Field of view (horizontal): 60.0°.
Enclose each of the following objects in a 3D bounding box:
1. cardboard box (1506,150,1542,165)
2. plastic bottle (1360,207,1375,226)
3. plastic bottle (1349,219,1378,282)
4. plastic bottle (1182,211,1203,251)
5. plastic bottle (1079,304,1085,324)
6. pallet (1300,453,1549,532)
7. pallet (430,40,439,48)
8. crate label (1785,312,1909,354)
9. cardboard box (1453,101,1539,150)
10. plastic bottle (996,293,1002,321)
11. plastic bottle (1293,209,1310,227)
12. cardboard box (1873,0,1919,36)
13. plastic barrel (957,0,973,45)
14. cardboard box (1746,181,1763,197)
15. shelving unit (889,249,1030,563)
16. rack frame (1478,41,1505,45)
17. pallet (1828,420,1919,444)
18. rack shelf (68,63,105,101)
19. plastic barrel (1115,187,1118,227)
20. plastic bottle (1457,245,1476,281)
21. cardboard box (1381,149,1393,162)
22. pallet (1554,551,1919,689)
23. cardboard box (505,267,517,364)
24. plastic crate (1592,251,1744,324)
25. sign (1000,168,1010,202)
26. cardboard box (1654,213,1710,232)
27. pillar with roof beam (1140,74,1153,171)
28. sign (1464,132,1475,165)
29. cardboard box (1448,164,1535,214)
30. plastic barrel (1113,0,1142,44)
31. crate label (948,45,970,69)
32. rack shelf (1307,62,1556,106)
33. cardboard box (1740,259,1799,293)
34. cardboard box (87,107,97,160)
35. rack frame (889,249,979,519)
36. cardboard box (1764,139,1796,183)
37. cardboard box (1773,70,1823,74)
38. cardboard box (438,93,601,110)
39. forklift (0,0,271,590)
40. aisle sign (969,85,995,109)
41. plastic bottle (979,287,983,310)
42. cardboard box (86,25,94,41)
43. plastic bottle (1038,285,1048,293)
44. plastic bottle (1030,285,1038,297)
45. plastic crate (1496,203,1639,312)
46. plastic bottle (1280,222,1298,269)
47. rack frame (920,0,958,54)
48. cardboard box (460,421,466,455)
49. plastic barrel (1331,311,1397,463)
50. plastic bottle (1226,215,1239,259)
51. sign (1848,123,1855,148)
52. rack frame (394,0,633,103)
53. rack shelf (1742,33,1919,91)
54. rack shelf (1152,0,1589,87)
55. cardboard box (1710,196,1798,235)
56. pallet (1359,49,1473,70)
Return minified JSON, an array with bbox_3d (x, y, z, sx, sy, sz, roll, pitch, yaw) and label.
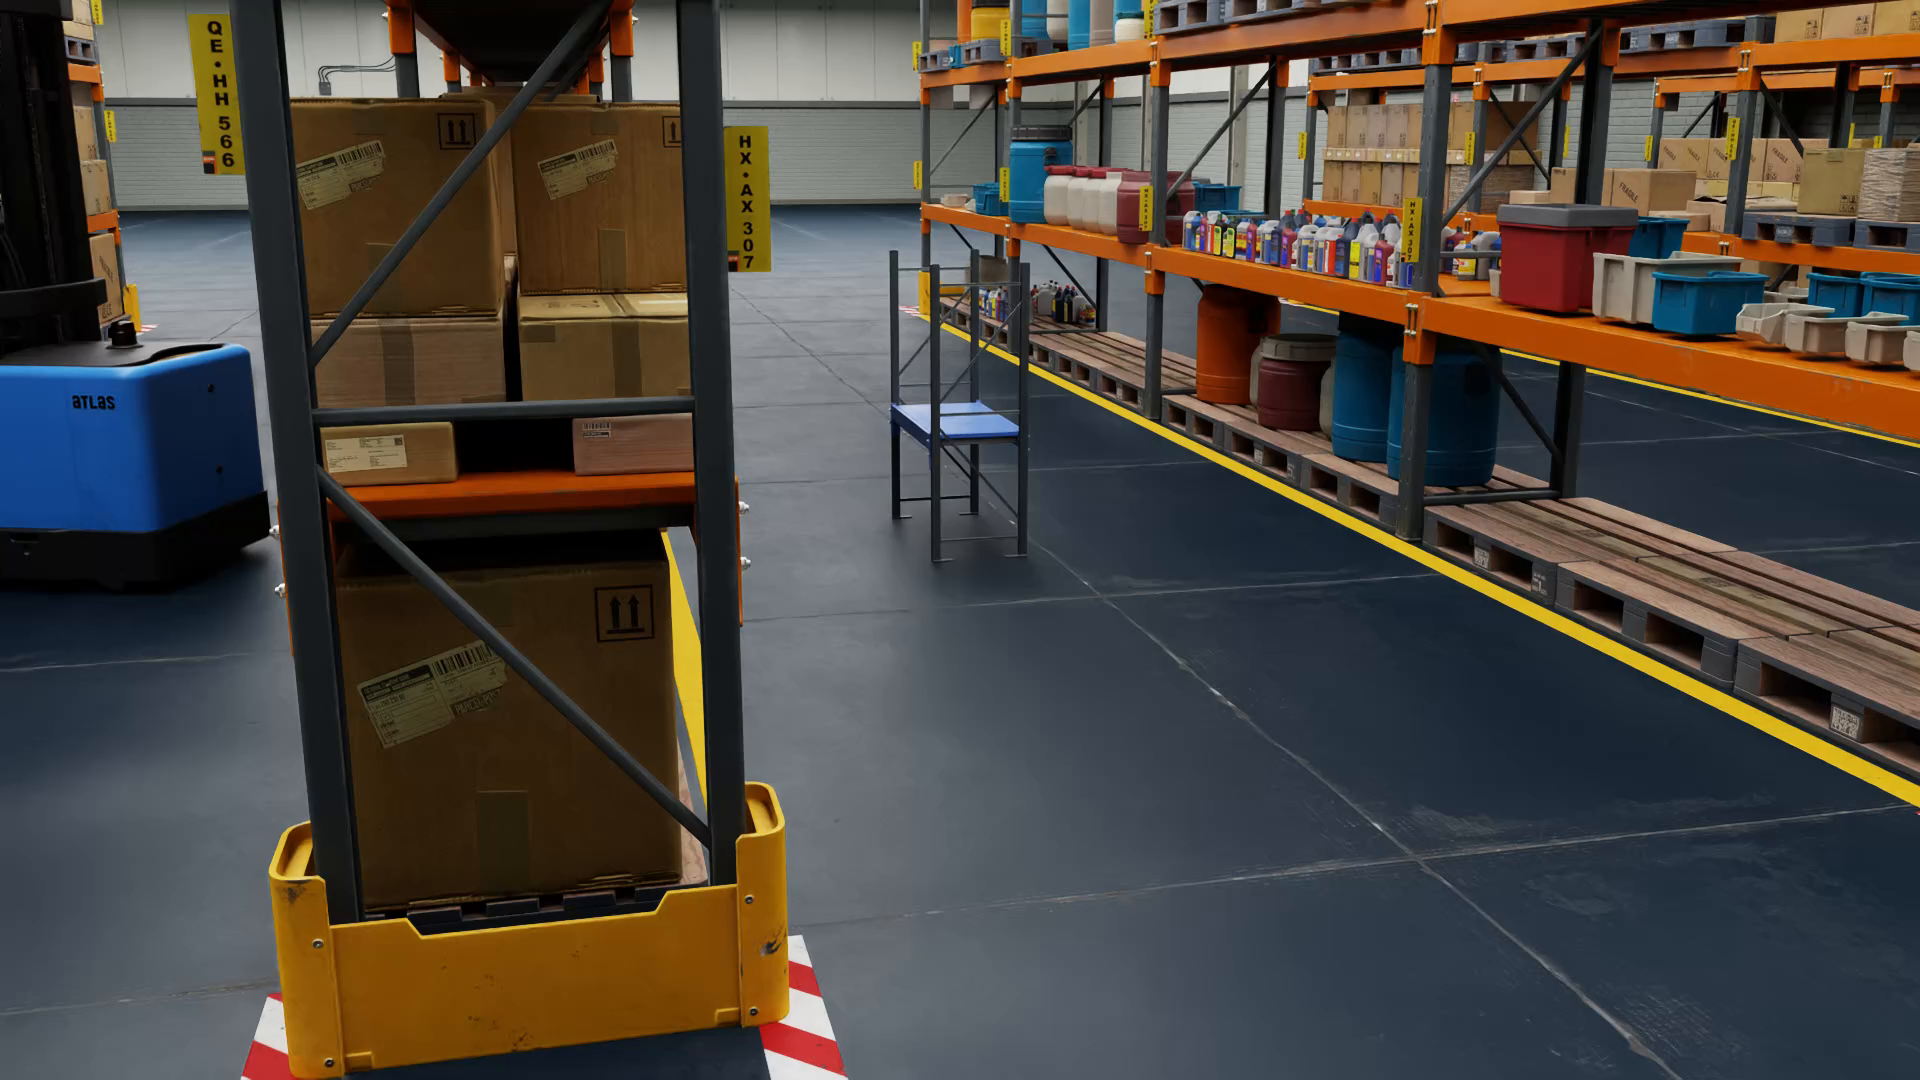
[{"bbox_3d":[5.912,-4.043,17.577,0.380,0.149,0.250,-3,14,-13],"label":"cardboard box"},{"bbox_3d":[2.686,-2.012,10.947,0.144,0.351,0.185,-3,14,-13],"label":"plastic bottle"},{"bbox_3d":[2.317,-1.655,9.486,0.144,0.351,0.185,-3,14,-13],"label":"plastic bottle"},{"bbox_3d":[1.698,-2.230,11.997,0.152,0.276,0.135,-3,14,-13],"label":"plastic bottle"},{"bbox_3d":[1.275,-2.330,17.114,0.097,0.201,0.097,0,14,0],"label":"plastic bottle"},{"bbox_3d":[2.710,-0.311,9.756,1.003,0.211,1.213,-3,14,-13],"label":"pallet"},{"bbox_3d":[-3.555,-4.033,13.192,1.213,0.211,1.003,-3,14,-13],"label":"pallet"},{"bbox_3d":[3.279,-0.772,6.197,0.396,0.136,0.243,-3,14,-13],"label":"crate label"},{"bbox_3d":[5.677,-4.387,17.620,0.700,0.500,0.500,-3,14,-13],"label":"cardboard box"},{"bbox_3d":[0.416,-2.437,17.379,0.061,0.283,0.133,-2,14,-9],"label":"plastic bottle"},{"bbox_3d":[2.174,-1.949,10.688,0.144,0.351,0.185,-3,14,-13],"label":"plastic bottle"},{"bbox_3d":[7.104,-3.853,11.846,0.910,0.500,0.500,-3,14,-13],"label":"cardboard box"},{"bbox_3d":[0.270,-6.019,19.132,0.600,0.830,0.708,-3,14,-13],"label":"plastic barrel"},{"bbox_3d":[9.834,-4.259,20.314,0.500,0.250,0.500,-3,14,-13],"label":"cardboard box"},{"bbox_3d":[-0.020,-0.748,8.830,0.538,1.500,1.048,-3,14,-13],"label":"shelving unit"},{"bbox_3d":[5.787,-6.521,16.656,1.000,3.000,0.127,-3,14,-13],"label":"rack frame"},{"bbox_3d":[7.148,-0.874,12.058,1.003,0.211,1.213,-3,14,-13],"label":"pallet"},{"bbox_3d":[-9.158,-4.371,15.693,1.077,0.370,4.000,-3,14,-13],"label":"rack shelf"},{"bbox_3d":[1.462,-2.688,13.374,0.421,0.512,0.421,0,14,0],"label":"plastic barrel"},{"bbox_3d":[2.909,-1.590,9.534,0.097,0.201,0.097,0,14,0],"label":"plastic bottle"},{"bbox_3d":[5.091,-4.436,19.185,0.380,0.149,0.250,-3,14,-13],"label":"cardboard box"},{"bbox_3d":[3.351,0.319,7.178,1.003,0.211,1.213,-3,14,-13],"label":"pallet"},{"bbox_3d":[-1.635,-0.690,5.119,0.500,0.250,0.500,-4,14,-15],"label":"cardboard box"},{"bbox_3d":[3.030,-1.095,7.210,0.437,0.282,0.530,-3,14,-13],"label":"plastic crate"},{"bbox_3d":[0.434,-3.437,16.093,0.100,0.325,0.005,-3,14,-13],"label":"sign"},{"bbox_3d":[6.247,-2.754,14.407,0.380,0.149,0.250,-3,14,-13],"label":"cardboard box"},{"bbox_3d":[0.846,-12.904,42.783,9.100,9.000,0.400,-3,14,-13],"label":"pillar with roof beam"},{"bbox_3d":[5.248,-4.034,17.128,0.100,0.325,0.005,-3,14,-13],"label":"sign"},{"bbox_3d":[5.677,-3.757,17.774,0.700,0.500,0.500,-4,14,-15],"label":"cardboard box"},{"bbox_3d":[1.609,-4.625,14.160,0.600,0.901,0.708,-3,14,-13],"label":"plastic barrel"},{"bbox_3d":[0.151,-5.189,17.837,0.502,0.251,0.408,-3,14,-13],"label":"crate label"},{"bbox_3d":[5.318,-5.175,18.986,1.077,0.370,4.000,-3,14,-13],"label":"rack shelf"},{"bbox_3d":[9.995,-3.337,20.607,0.700,0.500,0.500,-4,14,-17],"label":"cardboard box"},{"bbox_3d":[-9.578,-4.234,17.347,0.875,0.550,0.550,-3,14,-13],"label":"cardboard box"},{"bbox_3d":[-0.139,-0.866,9.310,0.500,1.500,0.032,-3,14,-13],"label":"rack frame"},{"bbox_3d":[9.959,-4.508,19.752,0.500,0.500,0.500,-4,14,-15],"label":"cardboard box"},{"bbox_3d":[9.969,-5.745,19.547,0.500,0.500,0.500,-4,14,-15],"label":"cardboard box"},{"bbox_3d":[-2.122,-1.892,8.028,0.797,0.503,0.637,-4,14,-15],"label":"cardboard box"},{"bbox_3d":[-5.177,-1.327,8.181,3.031,2.935,1.130,2,14,8],"label":"forklift"},{"bbox_3d":[0.304,-5.550,19.846,0.394,0.787,0.004,-3,14,-13],"label":"aisle sign"},{"bbox_3d":[0.236,-2.627,18.183,0.097,0.271,0.097,0,14,0],"label":"plastic bottle"},{"bbox_3d":[-9.220,-5.255,17.228,0.380,0.149,0.250,-3,14,-13],"label":"cardboard box"},{"bbox_3d":[0.922,-2.686,18.411,0.152,0.276,0.135,-3,14,-13],"label":"plastic bottle"},{"bbox_3d":[0.819,-2.683,18.385,0.061,0.283,0.133,-3,14,-13],"label":"plastic bottle"},{"bbox_3d":[2.816,-1.326,7.772,0.402,0.464,0.583,-3,14,-13],"label":"plastic crate"},{"bbox_3d":[2.055,-1.838,10.375,0.061,0.283,0.133,-3,14,-13],"label":"plastic bottle"},{"bbox_3d":[0.032,-7.168,19.306,1.000,3.000,0.127,-3,14,-13],"label":"rack frame"},{"bbox_3d":[-1.491,-0.288,4.316,0.380,0.149,0.250,-3,14,-13],"label":"cardboard box"},{"bbox_3d":[2.573,-0.960,10.073,0.600,0.901,0.708,-3,14,-13],"label":"plastic barrel"},{"bbox_3d":[1.848,-2.040,11.204,0.061,0.283,0.133,-3,14,-13],"label":"plastic bottle"},{"bbox_3d":[7.252,-3.240,13.596,0.100,0.325,0.005,-3,14,-13],"label":"sign"},{"bbox_3d":[-1.964,-1.209,7.557,1.000,3.000,0.127,-3,14,-13],"label":"rack frame"},{"bbox_3d":[7.196,-3.330,11.432,1.077,0.370,4.000,-3,14,-13],"label":"rack shelf"},{"bbox_3d":[2.381,-3.055,10.305,1.077,0.370,4.000,-3,14,-13],"label":"rack shelf"},{"bbox_3d":[6.684,-2.727,13.955,0.500,0.311,0.500,-2,14,-10],"label":"cardboard box"},{"bbox_3d":[5.279,-5.497,18.972,1.003,0.211,1.213,-3,14,-13],"label":"pallet"}]
